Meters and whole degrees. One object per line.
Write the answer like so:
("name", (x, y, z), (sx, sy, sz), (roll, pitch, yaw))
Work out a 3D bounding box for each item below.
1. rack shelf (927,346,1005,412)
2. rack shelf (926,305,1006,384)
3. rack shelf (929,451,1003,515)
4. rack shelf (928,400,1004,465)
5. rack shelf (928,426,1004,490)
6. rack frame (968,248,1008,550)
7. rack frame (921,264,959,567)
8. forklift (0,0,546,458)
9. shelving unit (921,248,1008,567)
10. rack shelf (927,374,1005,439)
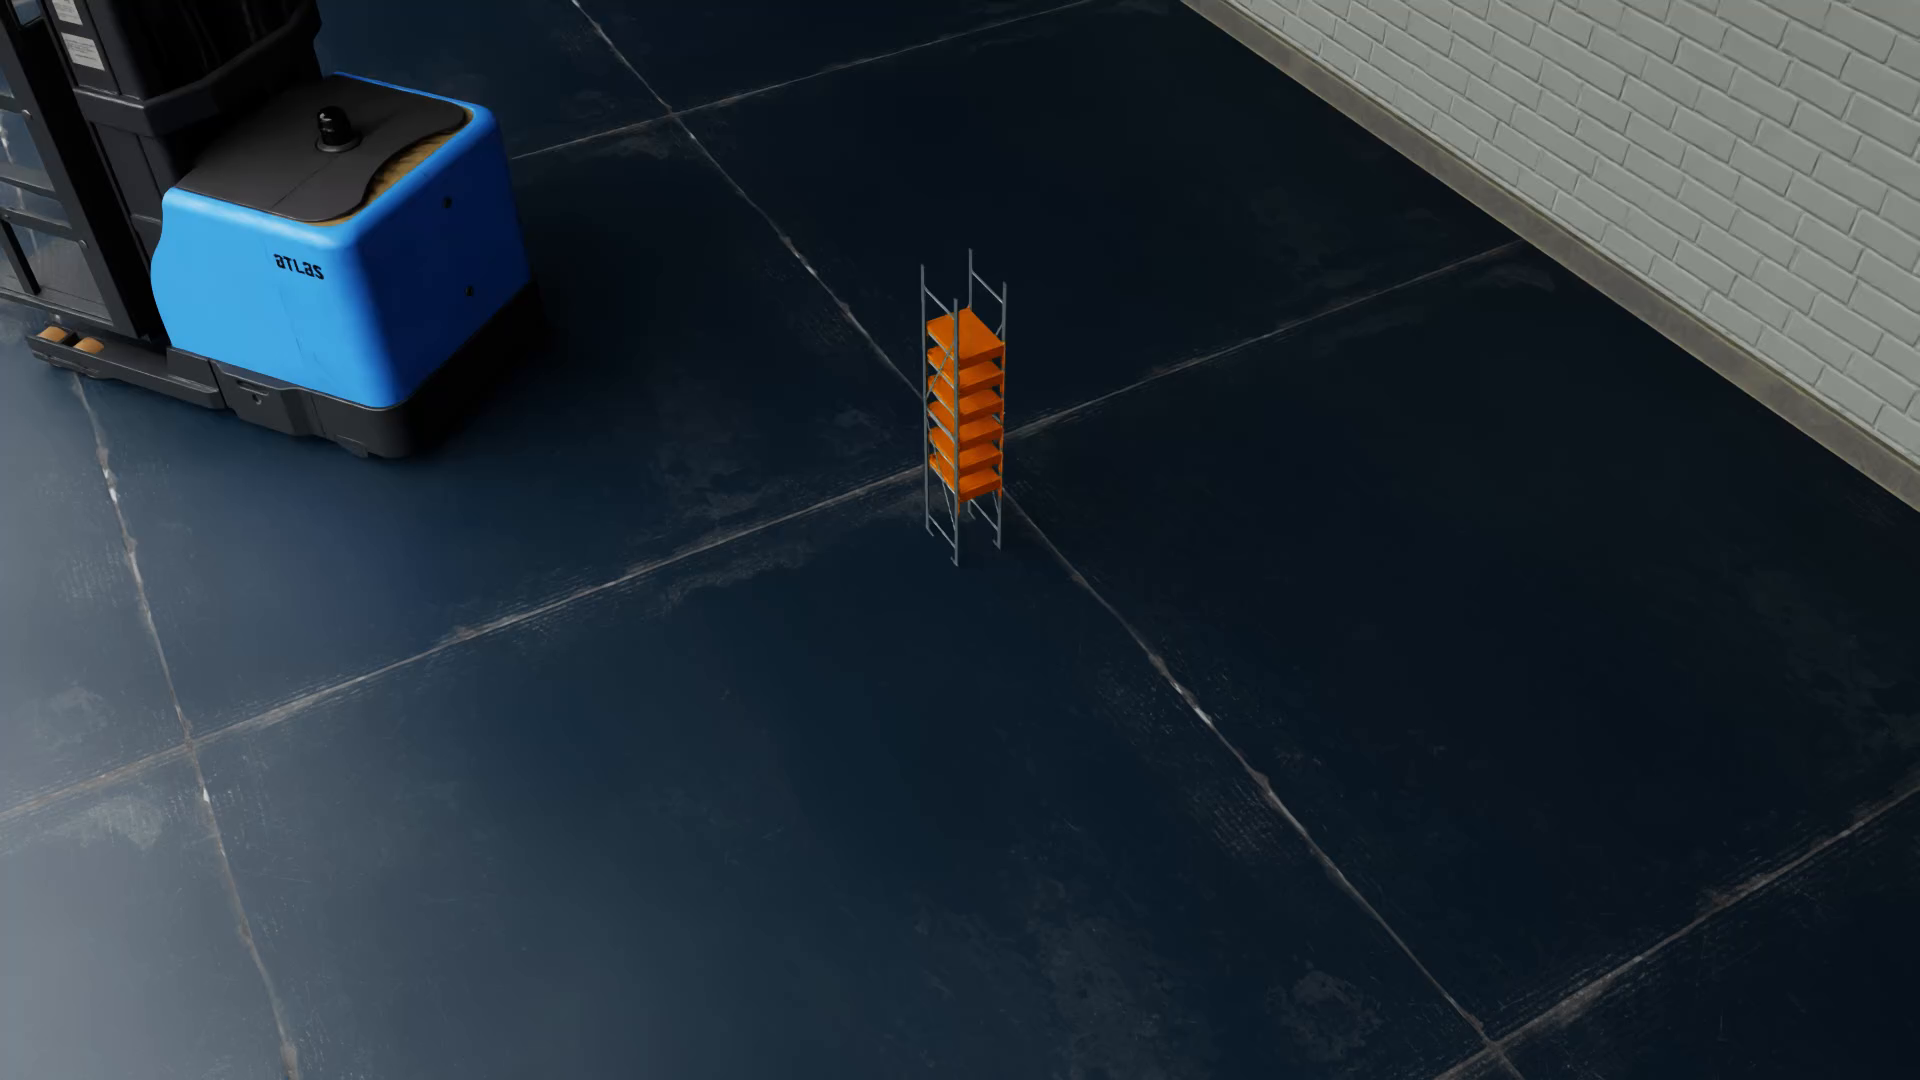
("rack shelf", (0.013, -0.576, 5.701), (0.180, 0.103, 0.258), (-22, 48, -21))
("rack shelf", (0.013, -0.662, 5.618), (0.180, 0.103, 0.258), (-22, 48, -21))
("rack shelf", (0.013, -0.231, 6.035), (0.180, 0.103, 0.258), (-22, 48, -21))
("rack shelf", (0.013, -0.404, 5.868), (0.180, 0.103, 0.258), (-22, 48, -21))
("rack shelf", (0.013, -0.318, 5.952), (0.180, 0.103, 0.258), (-22, 48, -21))
("rack frame", (0.092, -0.467, 5.870), (0.006, 1.200, 0.240), (-22, 48, -21))
("rack frame", (-0.067, -0.404, 5.805), (0.006, 1.200, 0.240), (-22, 48, -21))
("forklift", (-3.337, -2.048, 6.255), (3.031, 2.935, 1.130), (17, 47, 16))
("shelving unit", (0.013, -0.436, 5.837), (0.189, 1.200, 0.258), (-22, 48, -21))
("rack shelf", (0.013, -0.490, 5.785), (0.180, 0.103, 0.258), (-22, 48, -21))
